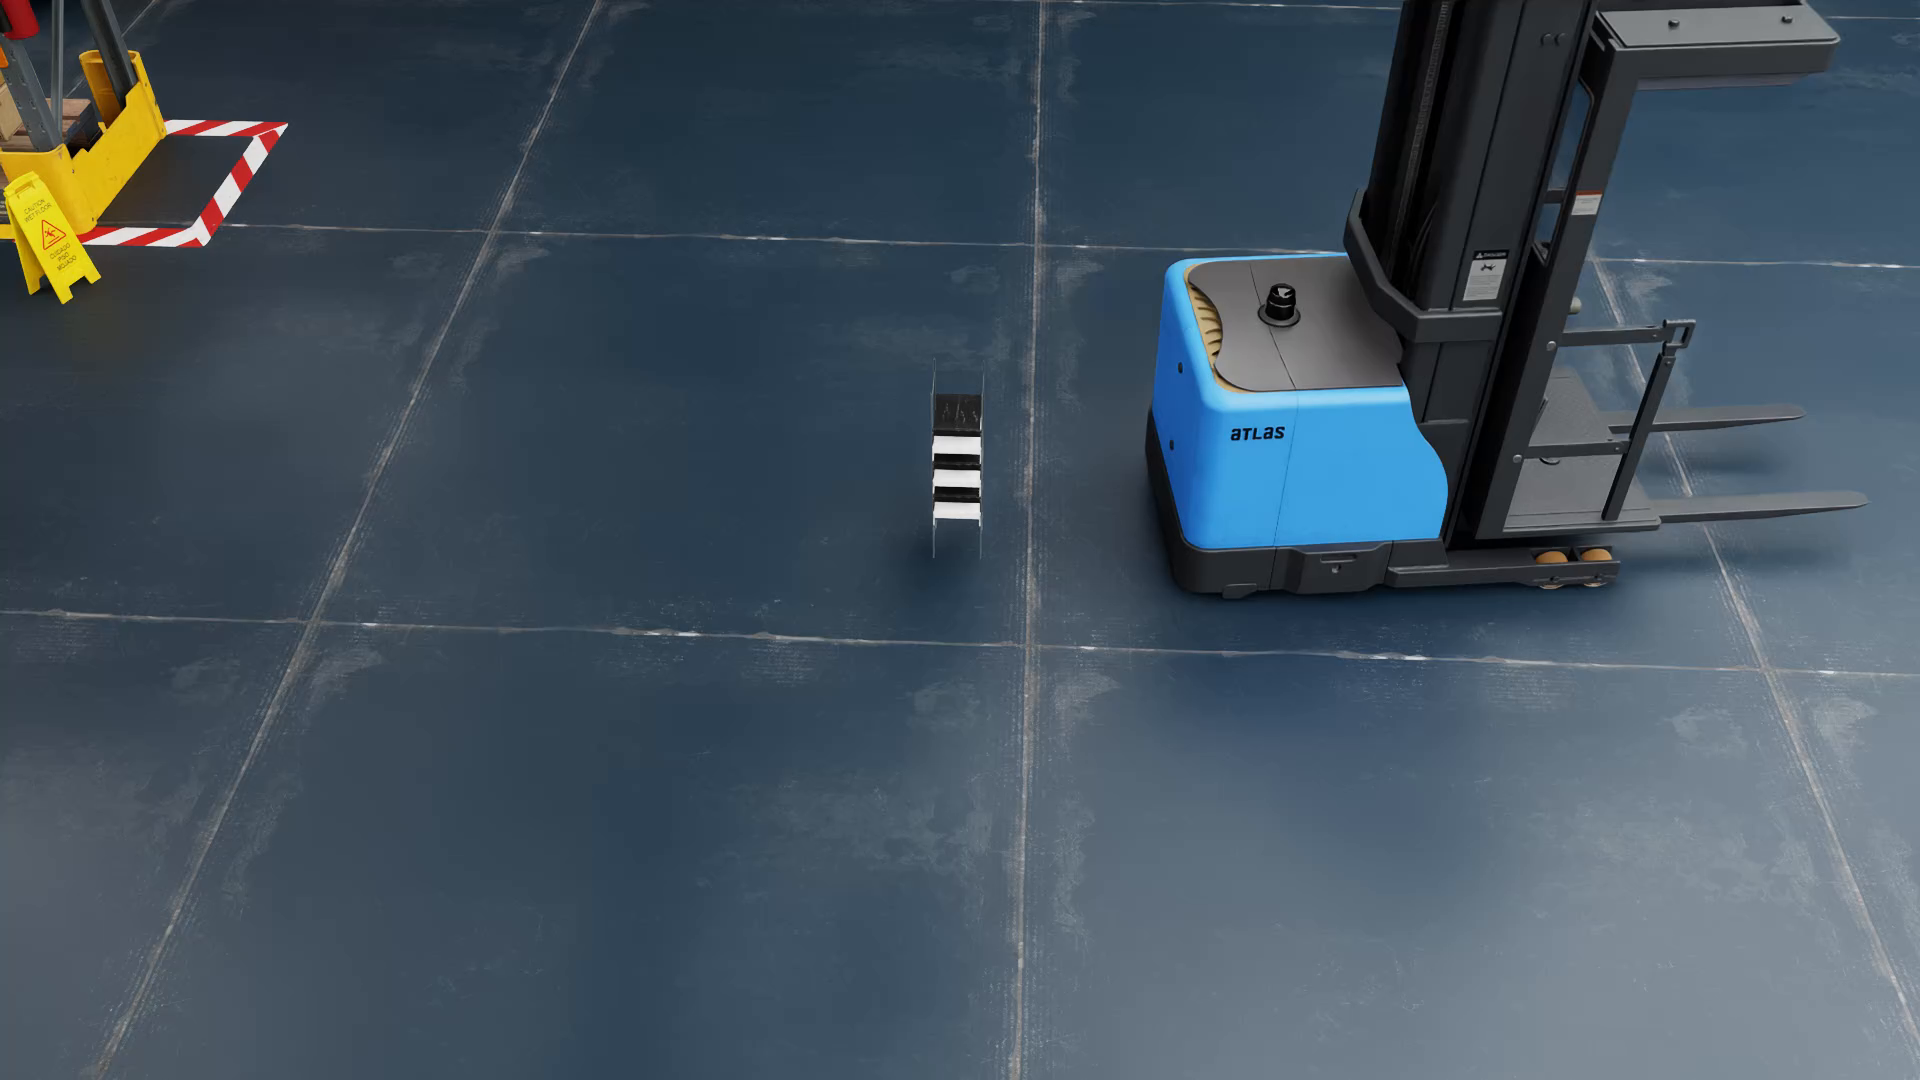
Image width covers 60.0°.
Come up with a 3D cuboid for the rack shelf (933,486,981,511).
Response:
[{"bbox_3d":[-0.008,-0.239,7.113,0.200,0.077,0.258,2,43,2],"label":"rack shelf"}]

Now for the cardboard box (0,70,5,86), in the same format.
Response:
[{"bbox_3d":[-5.679,-2.807,9.307,0.500,0.500,0.500,0,43,0],"label":"cardboard box"}]

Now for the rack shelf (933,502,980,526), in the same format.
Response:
[{"bbox_3d":[-0.008,-0.173,7.174,0.200,0.077,0.258,2,43,2],"label":"rack shelf"}]

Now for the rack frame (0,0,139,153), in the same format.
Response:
[{"bbox_3d":[-4.861,-3.172,8.540,0.127,3.000,1.000,2,43,2],"label":"rack frame"}]

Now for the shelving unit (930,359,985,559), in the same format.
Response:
[{"bbox_3d":[-0.008,-0.330,7.029,0.210,0.900,0.258,2,43,2],"label":"shelving unit"}]

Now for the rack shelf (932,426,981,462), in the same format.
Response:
[{"bbox_3d":[-0.008,-0.437,6.929,0.200,0.077,0.258,2,43,2],"label":"rack shelf"}]

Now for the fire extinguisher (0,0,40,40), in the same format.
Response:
[{"bbox_3d":[-4.768,-2.826,8.225,0.183,0.674,0.296,2,43,2],"label":"fire extinguisher"}]

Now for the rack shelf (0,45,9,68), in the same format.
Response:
[{"bbox_3d":[-6.859,-2.970,8.851,4.000,0.370,1.077,2,43,2],"label":"rack shelf"}]

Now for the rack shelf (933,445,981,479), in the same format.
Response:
[{"bbox_3d":[-0.008,-0.371,6.990,0.200,0.077,0.258,2,43,2],"label":"rack shelf"}]

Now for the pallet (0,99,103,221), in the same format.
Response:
[{"bbox_3d":[-5.747,-2.203,9.545,1.213,0.211,1.003,2,43,2],"label":"pallet"}]

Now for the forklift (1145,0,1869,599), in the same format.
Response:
[{"bbox_3d":[2.396,-1.222,6.497,3.031,2.935,1.130,-3,43,-3],"label":"forklift"}]

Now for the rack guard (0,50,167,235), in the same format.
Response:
[{"bbox_3d":[-4.937,-2.260,9.394,0.348,0.500,1.175,2,43,2],"label":"rack guard"}]

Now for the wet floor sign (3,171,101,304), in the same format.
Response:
[{"bbox_3d":[-4.720,-1.576,8.554,0.232,0.644,0.267,16,45,16],"label":"wet floor sign"}]

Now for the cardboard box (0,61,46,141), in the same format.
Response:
[{"bbox_3d":[-5.655,-2.533,9.563,0.500,0.250,0.500,1,43,2],"label":"cardboard box"}]

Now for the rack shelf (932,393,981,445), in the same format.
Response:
[{"bbox_3d":[-0.008,-0.503,6.868,0.200,0.077,0.258,2,43,2],"label":"rack shelf"}]

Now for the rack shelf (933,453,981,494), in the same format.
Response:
[{"bbox_3d":[-0.008,-0.305,7.052,0.200,0.077,0.258,2,43,2],"label":"rack shelf"}]

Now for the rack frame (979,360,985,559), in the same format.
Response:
[{"bbox_3d":[0.093,-0.326,7.026,0.006,0.900,0.240,2,43,2],"label":"rack frame"}]

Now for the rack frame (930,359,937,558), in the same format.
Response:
[{"bbox_3d":[-0.110,-0.333,7.032,0.006,0.900,0.240,2,43,2],"label":"rack frame"}]
